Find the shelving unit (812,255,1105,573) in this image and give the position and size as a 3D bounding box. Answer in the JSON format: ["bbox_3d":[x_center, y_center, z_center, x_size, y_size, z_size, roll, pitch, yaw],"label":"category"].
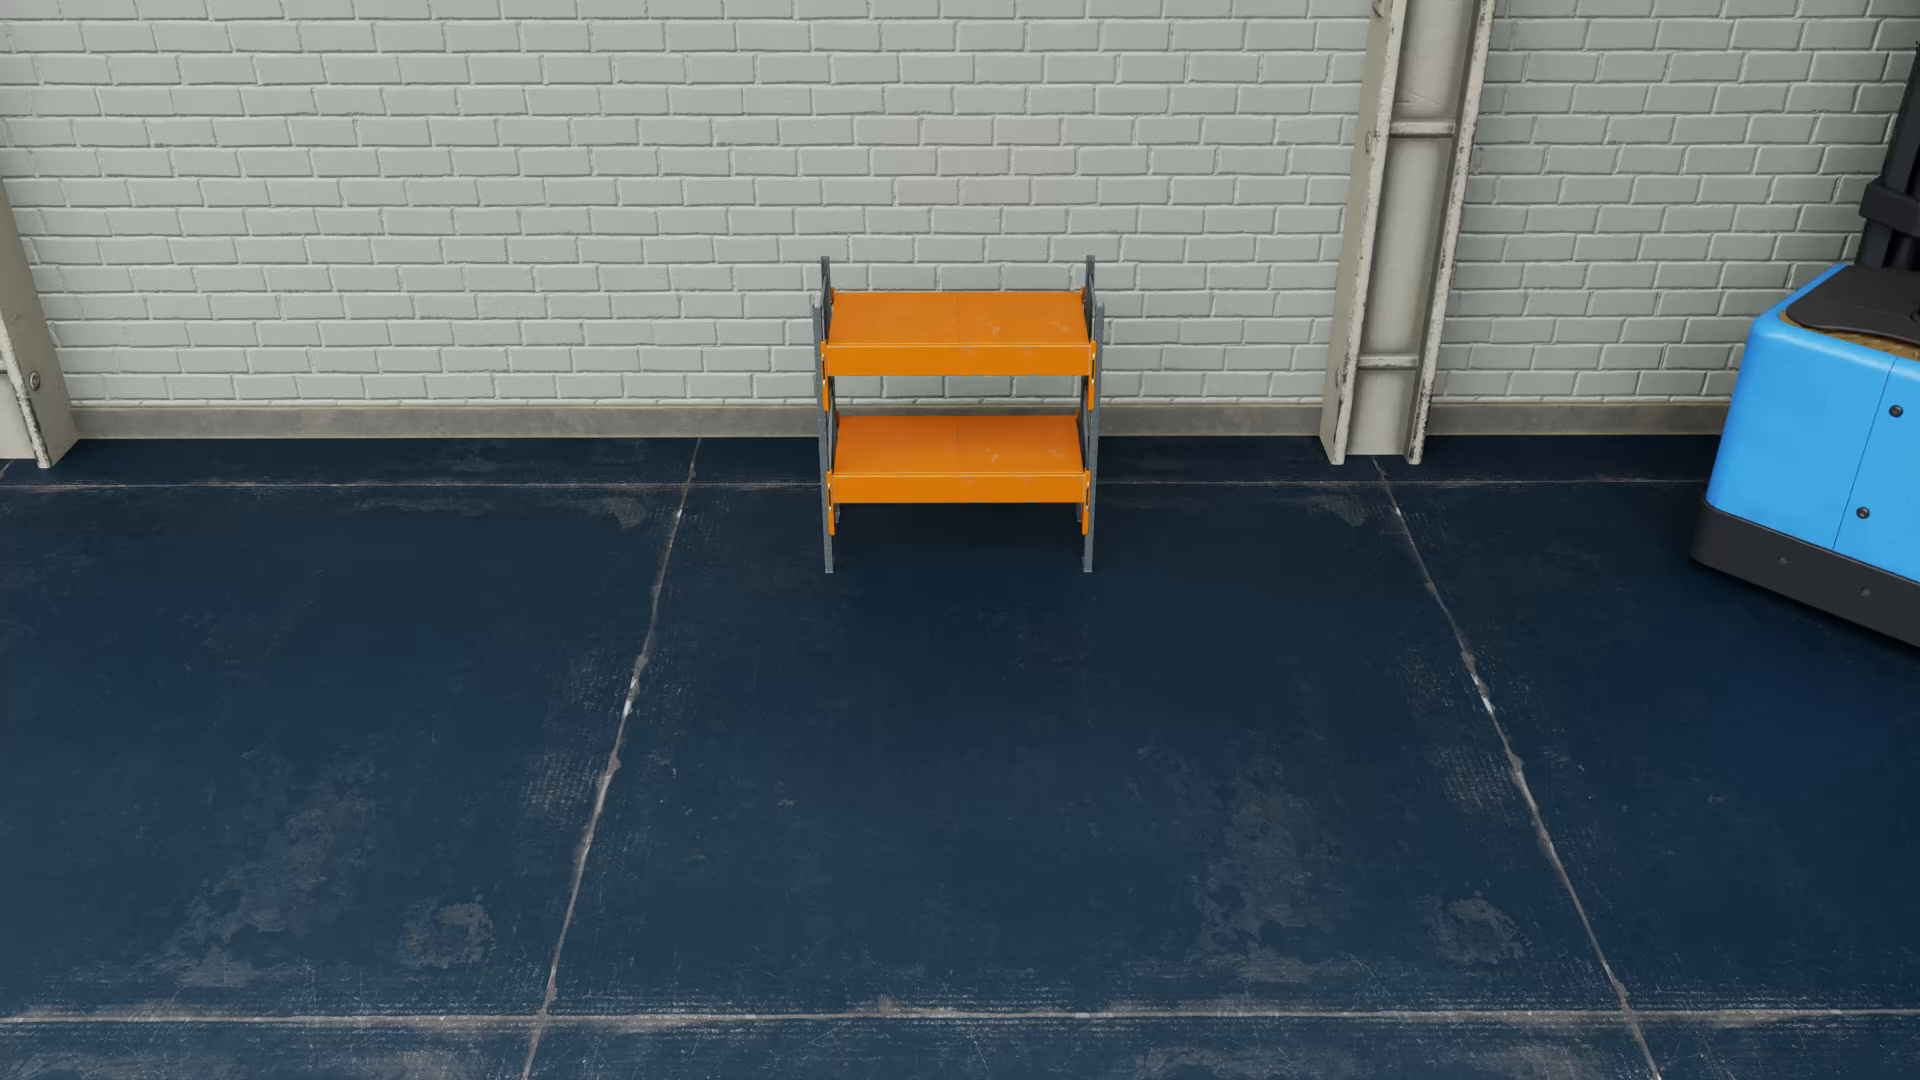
[{"bbox_3d":[-0.007,-0.481,6.458,1.048,1.125,0.538,0,31,0],"label":"shelving unit"}]

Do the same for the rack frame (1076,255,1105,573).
[{"bbox_3d":[0.502,-0.482,6.461,0.032,1.125,0.500,0,31,0],"label":"rack frame"}]

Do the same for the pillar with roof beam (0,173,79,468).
[{"bbox_3d":[-4.147,-2.008,1.385,0.400,9.000,9.100,0,31,0],"label":"pillar with roof beam"}]

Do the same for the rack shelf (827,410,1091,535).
[{"bbox_3d":[-0.007,-0.272,6.585,1.000,0.278,0.538,0,31,0],"label":"rack shelf"}]

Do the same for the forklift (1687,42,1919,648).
[{"bbox_3d":[4.257,-1.496,6.389,3.031,2.935,1.130,-27,41,-37],"label":"forklift"}]

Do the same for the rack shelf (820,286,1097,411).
[{"bbox_3d":[-0.007,-0.731,6.306,1.000,0.278,0.538,0,31,0],"label":"rack shelf"}]

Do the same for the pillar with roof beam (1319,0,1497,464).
[{"bbox_3d":[1.853,-2.027,1.416,0.400,9.000,9.100,0,31,0],"label":"pillar with roof beam"}]

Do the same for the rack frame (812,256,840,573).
[{"bbox_3d":[-0.515,-0.479,6.456,0.032,1.125,0.500,0,31,0],"label":"rack frame"}]
